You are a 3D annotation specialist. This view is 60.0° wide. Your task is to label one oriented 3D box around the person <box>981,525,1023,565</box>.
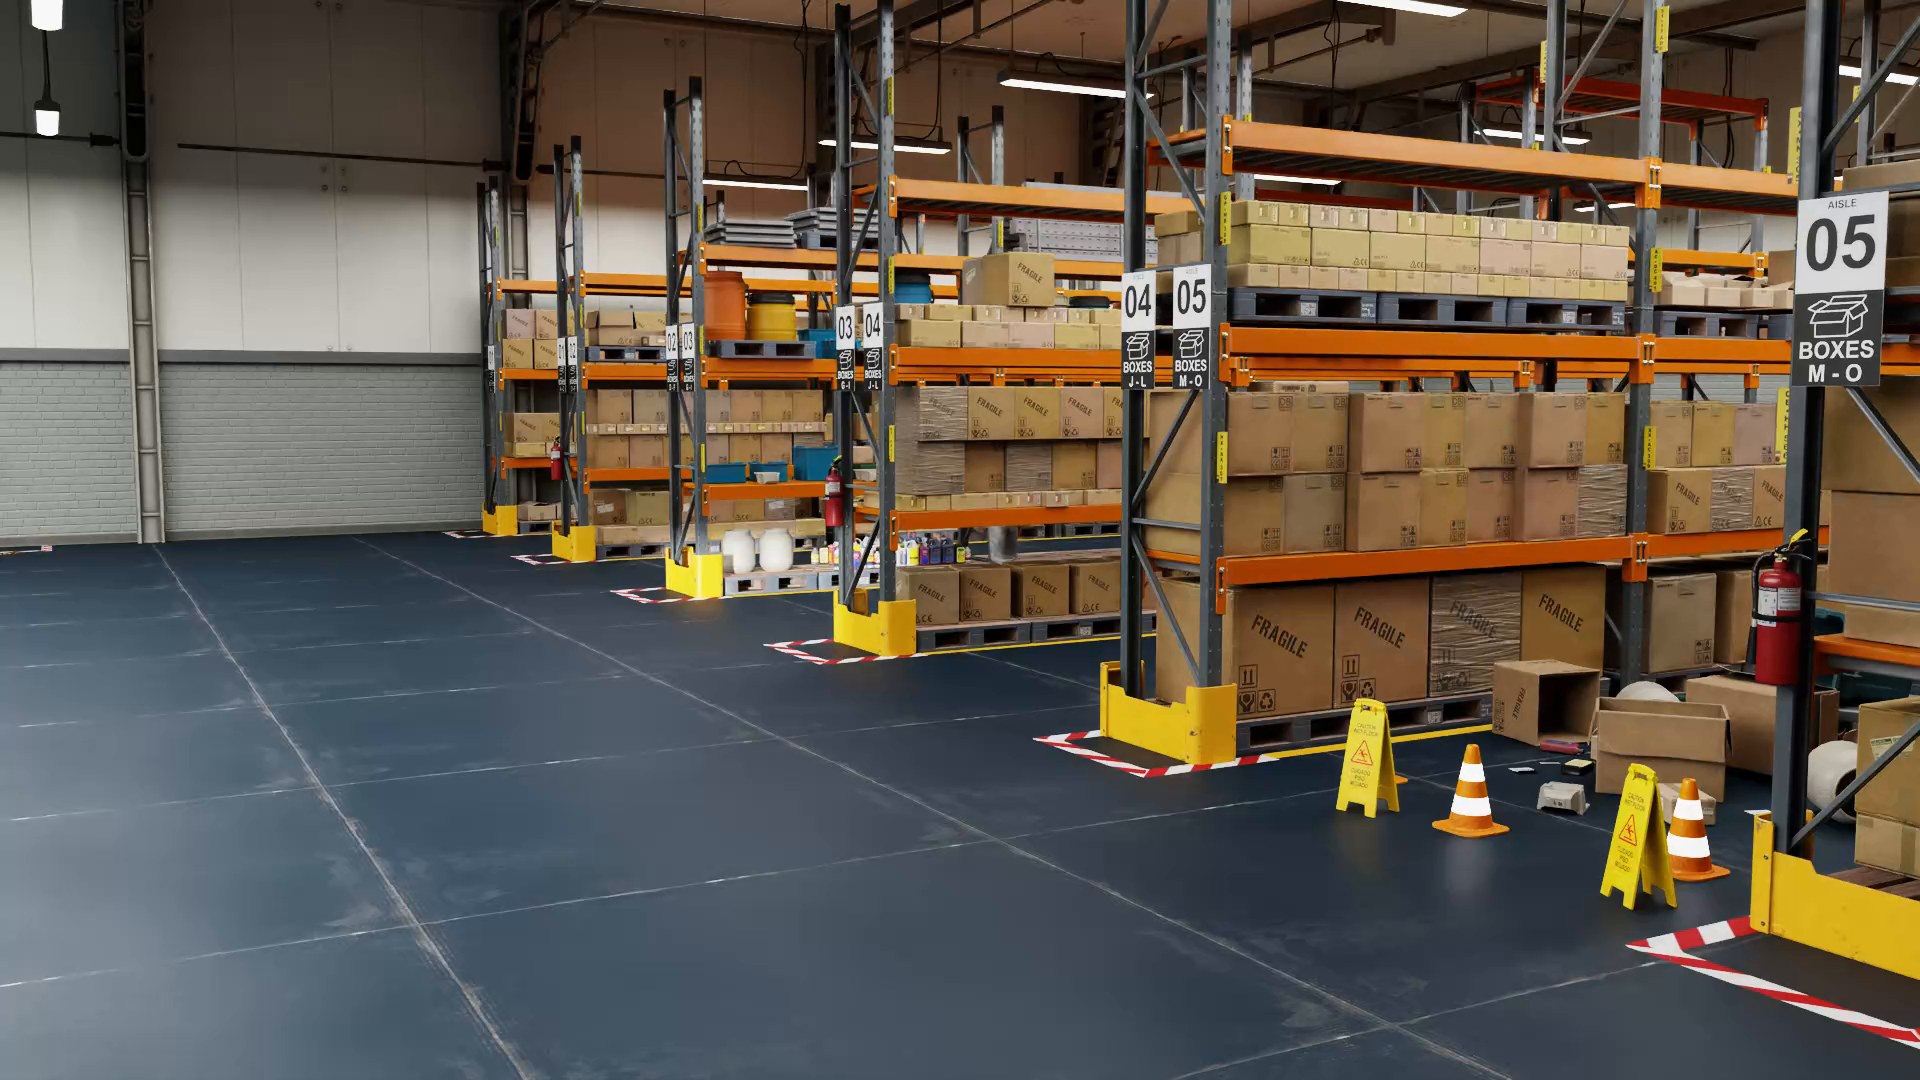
[{"bbox_3d":[0.491,-0.194,19.439,0.564,1.767,0.417,-3,6,-28],"label":"person"}]
